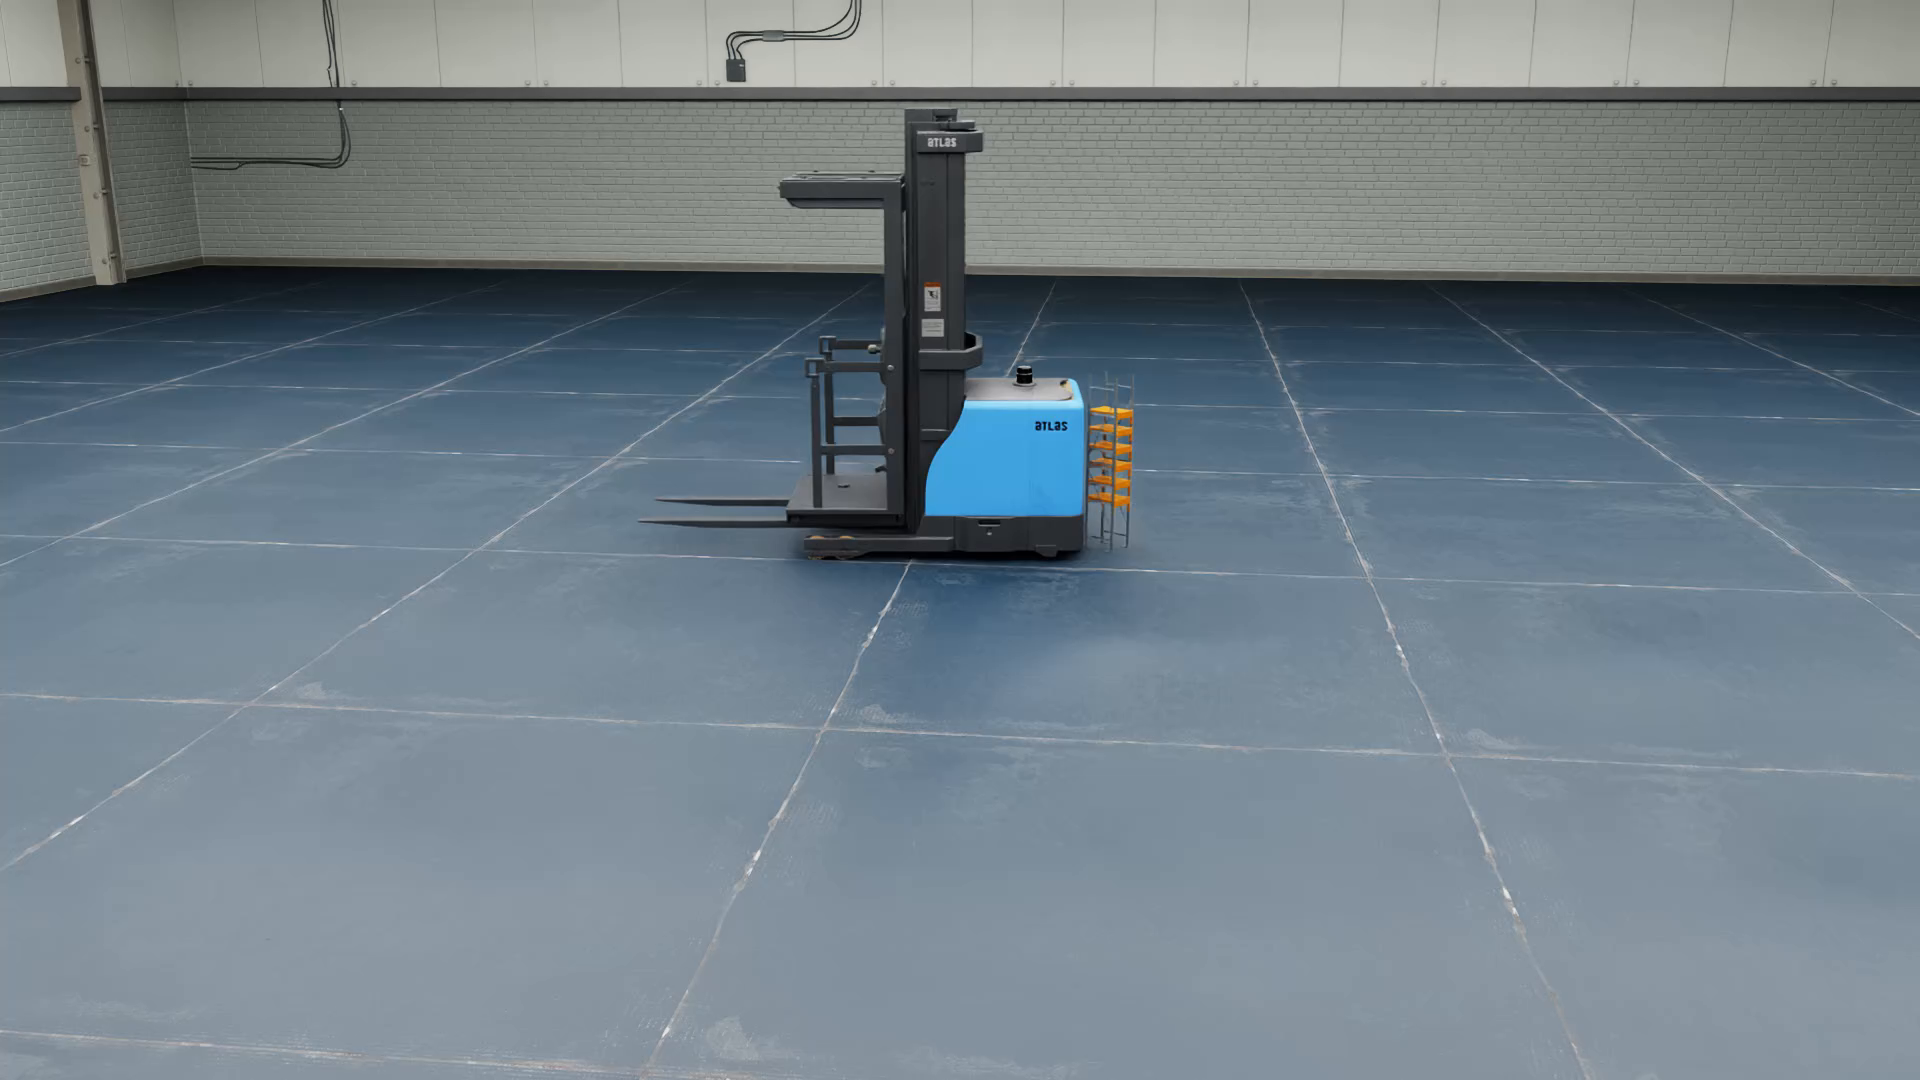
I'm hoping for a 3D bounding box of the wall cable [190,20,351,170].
[{"bbox_3d":[-12.214,-7.756,29.053,3.097,2.526,0.112,2,15,6],"label":"wall cable"}]

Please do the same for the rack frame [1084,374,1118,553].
[{"bbox_3d":[0.952,-0.514,11.247,0.240,1.200,0.006,13,19,40],"label":"rack frame"}]

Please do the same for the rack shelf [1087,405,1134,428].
[{"bbox_3d":[1.015,-0.836,11.237,0.258,0.103,0.180,13,19,40],"label":"rack shelf"}]

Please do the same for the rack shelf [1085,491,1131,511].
[{"bbox_3d":[1.011,-0.254,11.382,0.258,0.103,0.180,13,19,40],"label":"rack shelf"}]

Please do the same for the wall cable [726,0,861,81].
[{"bbox_3d":[-2.783,-10.613,27.155,2.305,6.003,0.169,2,15,6],"label":"wall cable"}]

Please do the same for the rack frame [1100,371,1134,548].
[{"bbox_3d":[1.074,-0.546,11.379,0.240,1.200,0.006,13,19,40],"label":"rack frame"}]

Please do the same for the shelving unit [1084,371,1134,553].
[{"bbox_3d":[1.013,-0.530,11.313,0.258,1.200,0.189,13,19,40],"label":"shelving unit"}]

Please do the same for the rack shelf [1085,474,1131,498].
[{"bbox_3d":[1.012,-0.370,11.353,0.258,0.103,0.180,13,19,40],"label":"rack shelf"}]

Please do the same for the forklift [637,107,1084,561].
[{"bbox_3d":[-0.678,-1.414,11.275,3.031,2.935,1.130,0,15,1],"label":"forklift"}]

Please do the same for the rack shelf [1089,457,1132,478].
[{"bbox_3d":[1.013,-0.487,11.324,0.258,0.103,0.180,13,19,40],"label":"rack shelf"}]

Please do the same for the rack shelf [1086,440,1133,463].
[{"bbox_3d":[1.014,-0.603,11.295,0.258,0.103,0.180,13,19,40],"label":"rack shelf"}]

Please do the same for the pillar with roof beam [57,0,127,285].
[{"bbox_3d":[-9.582,-8.403,25.497,9.100,9.000,0.400,2,15,6],"label":"pillar with roof beam"}]

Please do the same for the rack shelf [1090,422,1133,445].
[{"bbox_3d":[1.015,-0.720,11.266,0.258,0.103,0.180,13,19,40],"label":"rack shelf"}]

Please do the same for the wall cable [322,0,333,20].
[{"bbox_3d":[-9.525,-10.114,28.099,3.097,2.526,0.112,2,15,6],"label":"wall cable"}]
